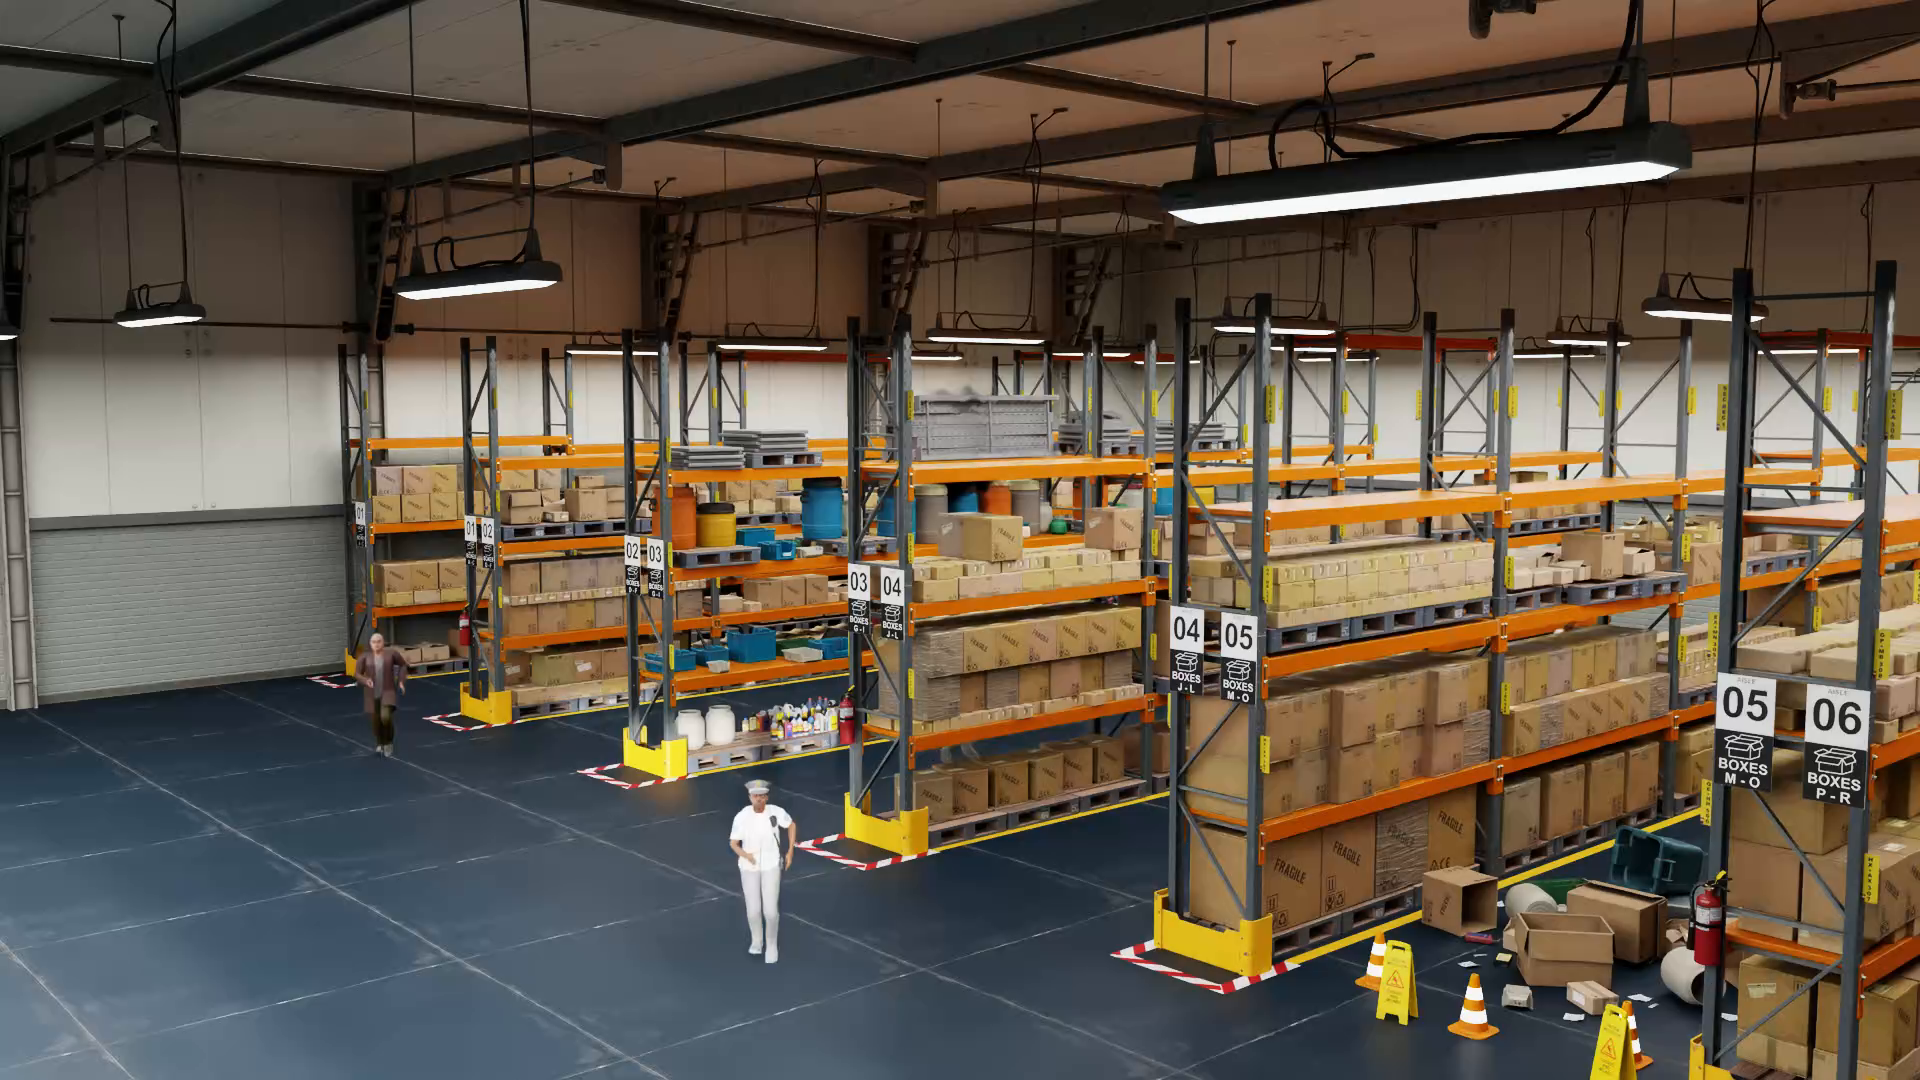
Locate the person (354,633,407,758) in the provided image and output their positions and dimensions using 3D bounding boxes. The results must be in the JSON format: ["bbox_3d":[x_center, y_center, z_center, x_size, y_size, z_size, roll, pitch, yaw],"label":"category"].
[{"bbox_3d":[-8.157,2.193,23.394,0.672,1.774,0.841,-1,5,-11],"label":"person"}]

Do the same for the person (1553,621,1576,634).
[{"bbox_3d":[9.281,2.006,25.452,0.672,1.831,0.777,4,7,38],"label":"person"}]

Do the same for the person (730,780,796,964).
[{"bbox_3d":[-1.781,2.995,15.024,0.589,1.723,0.687,0,5,-4],"label":"person"}]

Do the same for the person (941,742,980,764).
[{"bbox_3d":[-0.002,2.385,21.599,0.770,1.729,0.601,-5,7,-43],"label":"person"}]
